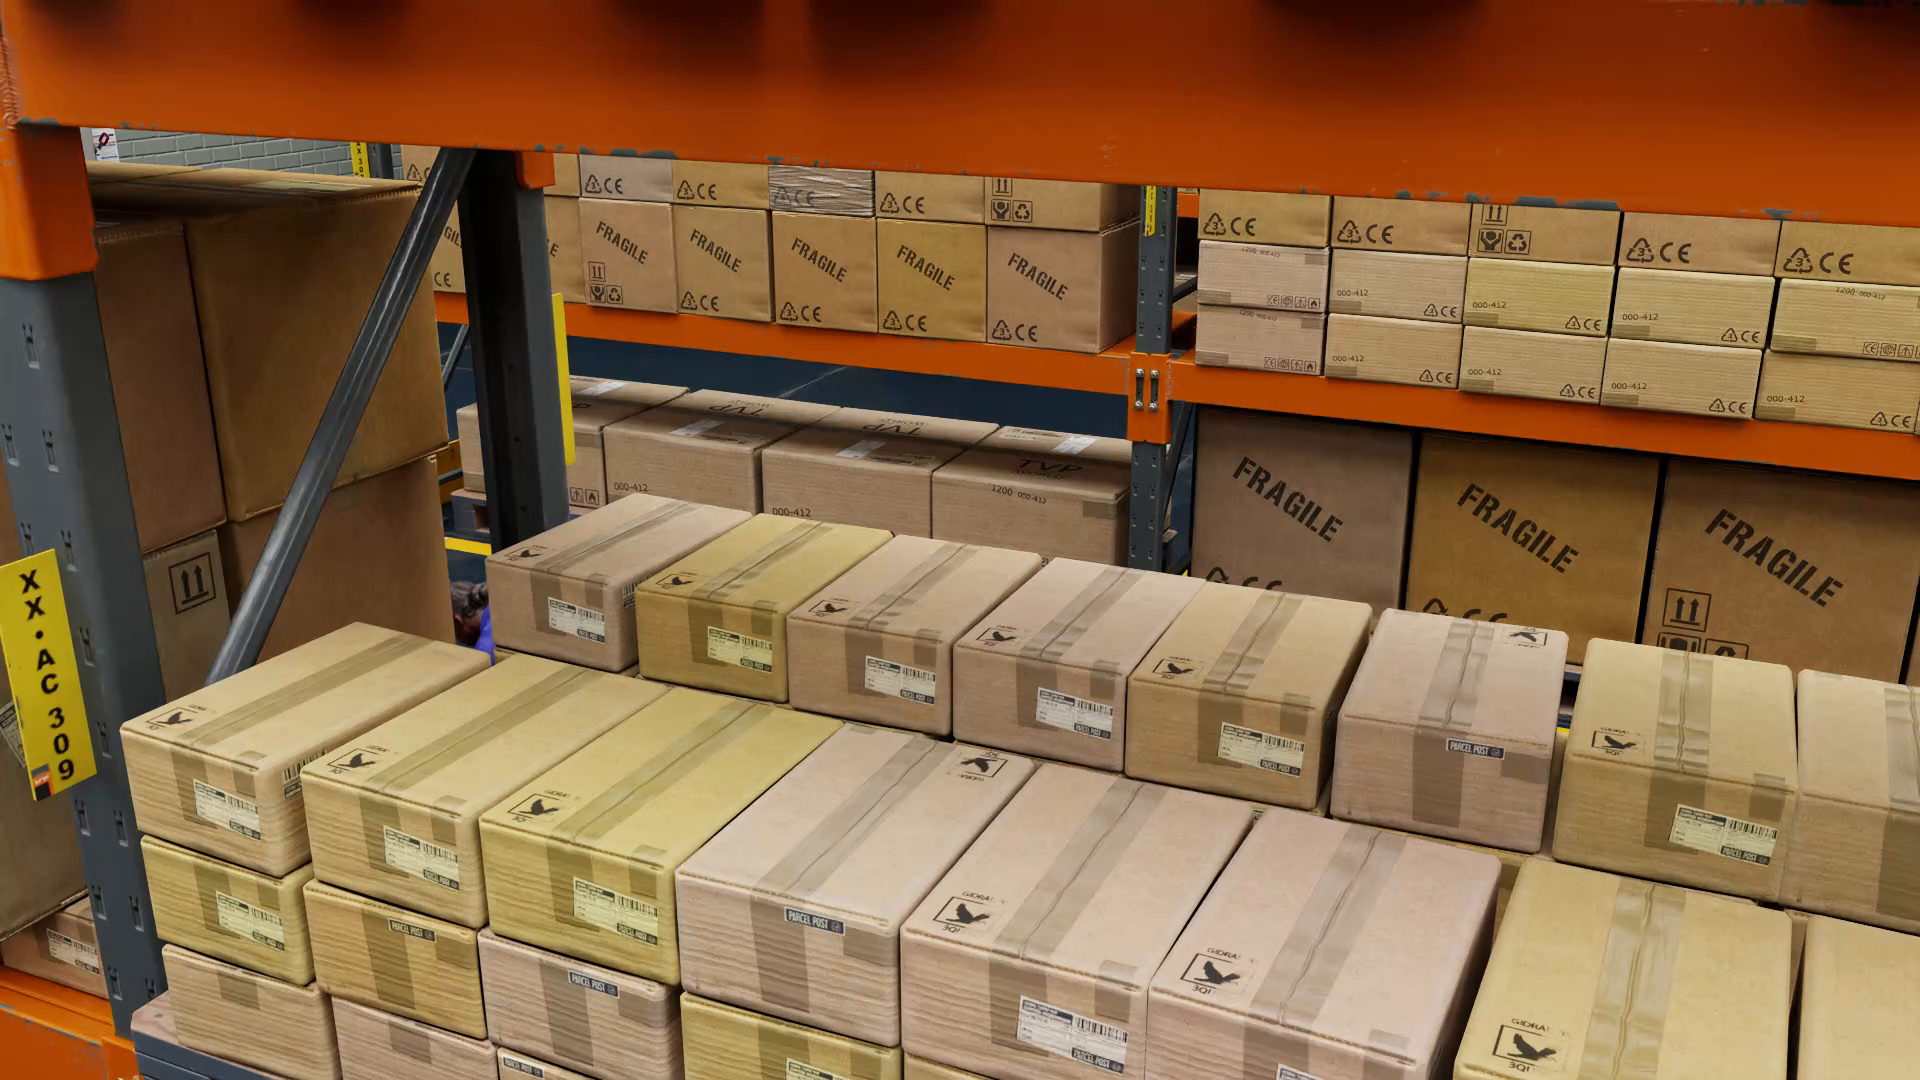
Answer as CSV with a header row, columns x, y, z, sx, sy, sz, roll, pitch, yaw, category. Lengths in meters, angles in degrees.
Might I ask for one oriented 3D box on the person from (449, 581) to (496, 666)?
x,y,z,sx,sy,sz,roll,pitch,yaw,category
-1.455,0.549,5.830,0.811,0.810,0.471,8,21,23,person
